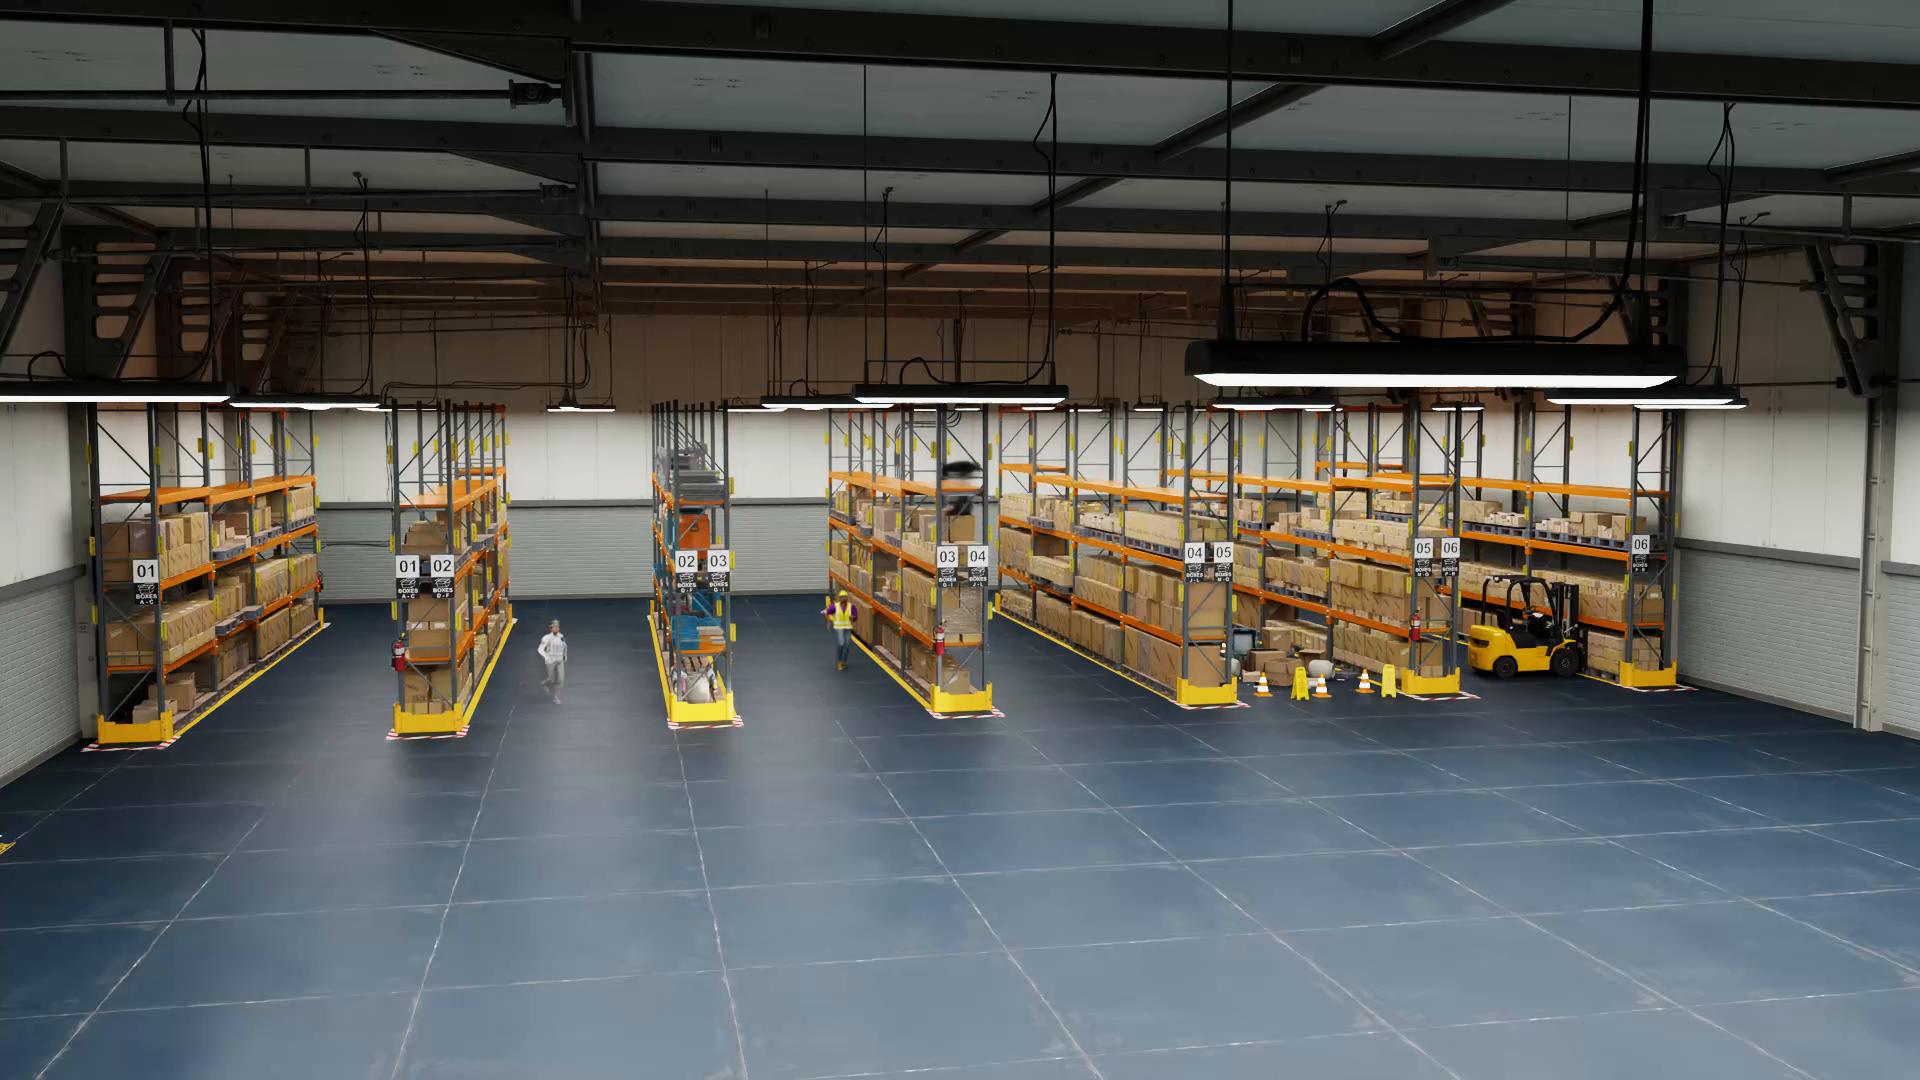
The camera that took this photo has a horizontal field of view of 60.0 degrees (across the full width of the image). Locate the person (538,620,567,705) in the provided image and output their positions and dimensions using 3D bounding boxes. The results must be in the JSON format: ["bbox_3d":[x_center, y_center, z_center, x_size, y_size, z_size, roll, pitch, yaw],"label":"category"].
[{"bbox_3d":[-8.107,2.413,33.147,0.630,1.669,0.725,-3,5,-38],"label":"person"}]

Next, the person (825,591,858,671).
[{"bbox_3d":[-2.623,2.031,37.343,0.682,1.788,0.723,-1,5,-18],"label":"person"}]
